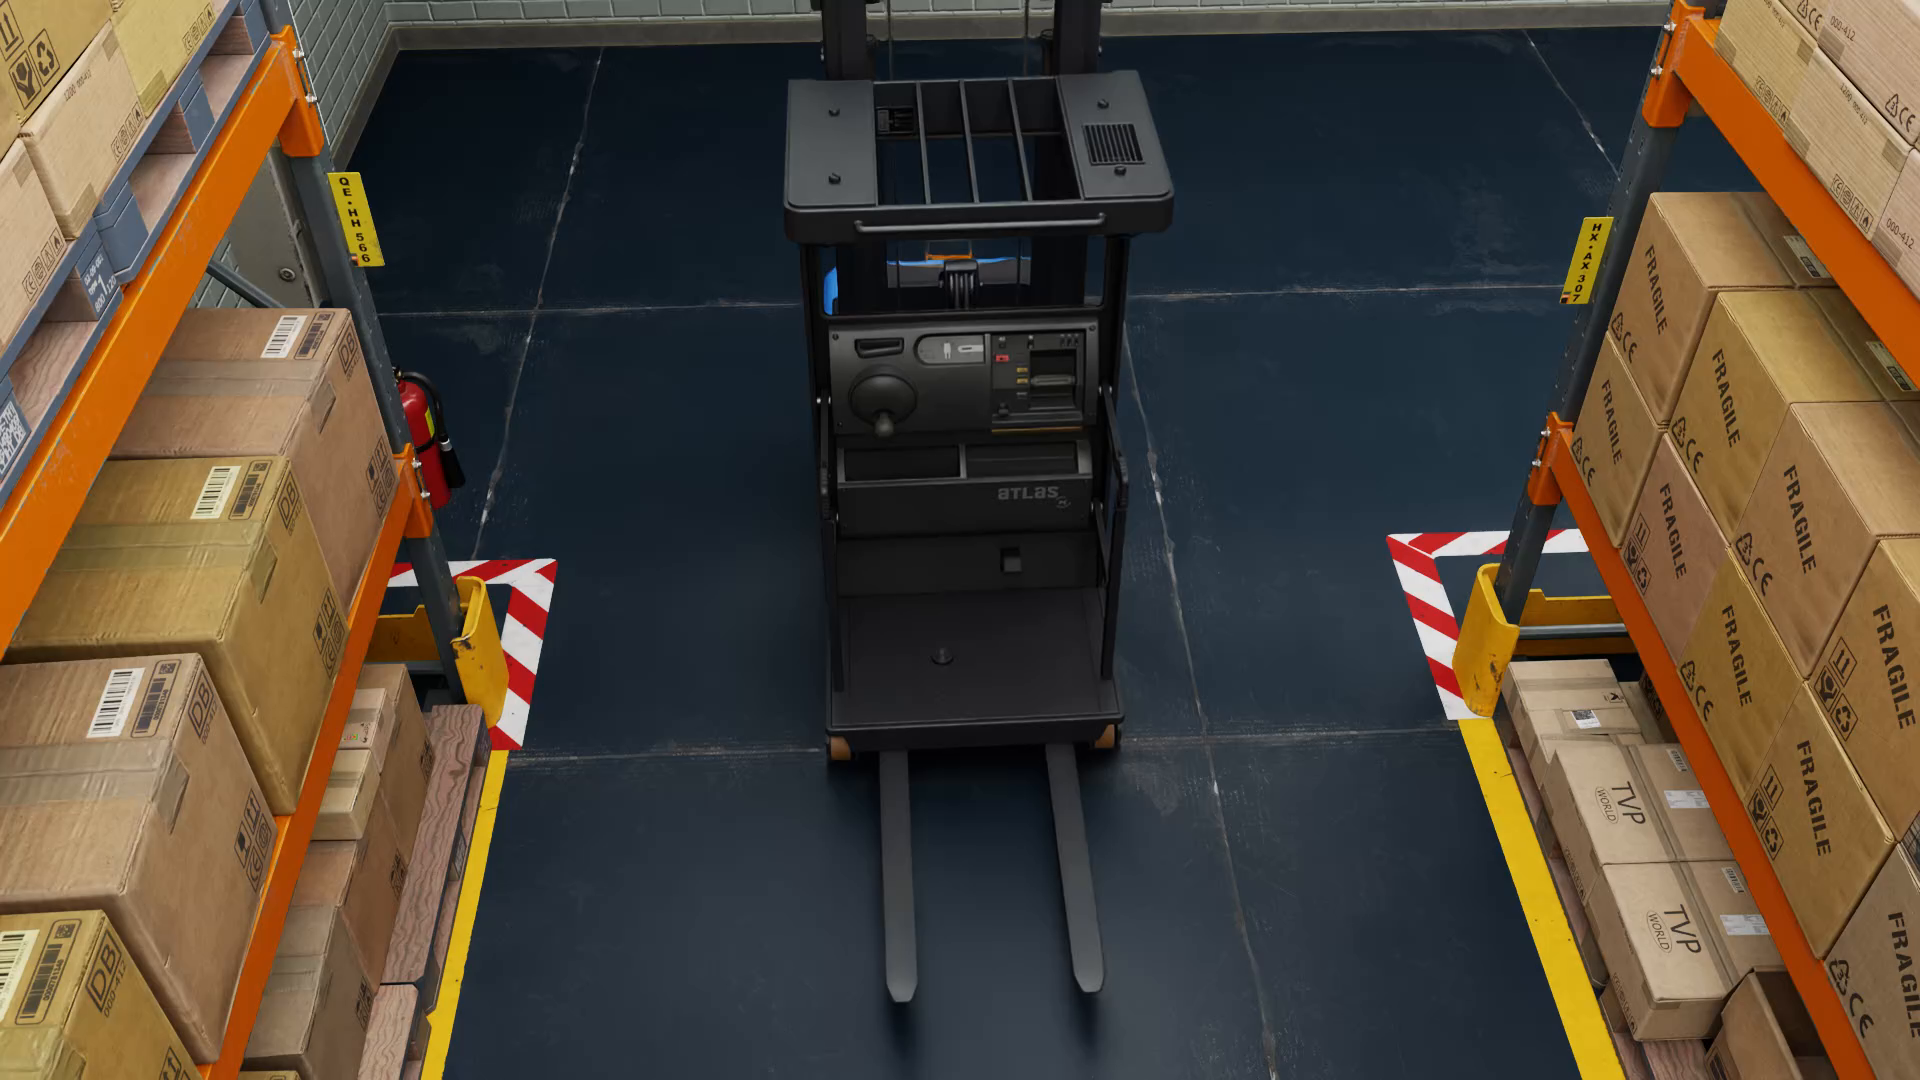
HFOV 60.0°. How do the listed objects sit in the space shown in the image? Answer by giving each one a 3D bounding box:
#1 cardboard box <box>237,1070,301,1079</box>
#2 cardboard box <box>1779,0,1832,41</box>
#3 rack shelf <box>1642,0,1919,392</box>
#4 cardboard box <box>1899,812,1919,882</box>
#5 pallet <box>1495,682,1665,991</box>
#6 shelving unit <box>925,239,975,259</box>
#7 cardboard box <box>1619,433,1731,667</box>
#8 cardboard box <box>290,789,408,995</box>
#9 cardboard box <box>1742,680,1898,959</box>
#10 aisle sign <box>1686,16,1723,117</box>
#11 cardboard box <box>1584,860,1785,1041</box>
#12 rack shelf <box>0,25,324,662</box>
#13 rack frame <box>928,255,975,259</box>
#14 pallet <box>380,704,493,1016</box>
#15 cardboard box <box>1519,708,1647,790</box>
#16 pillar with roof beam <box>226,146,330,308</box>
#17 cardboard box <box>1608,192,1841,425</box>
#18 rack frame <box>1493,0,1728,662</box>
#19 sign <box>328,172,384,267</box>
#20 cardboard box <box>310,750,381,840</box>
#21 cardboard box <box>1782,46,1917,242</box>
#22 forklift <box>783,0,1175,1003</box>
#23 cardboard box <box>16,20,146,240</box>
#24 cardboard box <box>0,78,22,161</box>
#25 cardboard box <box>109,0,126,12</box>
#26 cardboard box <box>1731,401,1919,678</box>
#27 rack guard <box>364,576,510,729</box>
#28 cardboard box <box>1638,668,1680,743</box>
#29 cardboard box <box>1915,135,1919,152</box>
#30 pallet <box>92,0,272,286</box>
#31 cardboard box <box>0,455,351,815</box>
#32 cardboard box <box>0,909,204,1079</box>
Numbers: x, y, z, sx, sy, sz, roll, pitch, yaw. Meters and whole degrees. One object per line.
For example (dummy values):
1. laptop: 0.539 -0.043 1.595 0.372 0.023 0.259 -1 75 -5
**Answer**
1. cardboard box: -2.178 1.822 4.582 0.700 0.500 0.500 -1 43 -1
2. cardboard box: 2.329 -1.477 4.162 0.500 0.250 0.500 -2 43 -2
3. rack shelf: 2.653 -0.087 3.437 1.077 0.370 4.000 -2 43 -2
4. cardboard box: 2.412 0.679 3.476 0.500 0.500 0.500 -1 43 -1
5. pallet: 2.606 1.021 5.980 1.003 0.211 1.213 -2 43 -2
6. shelving unit: -0.043 -0.891 7.445 0.215 1.050 0.252 -2 43 -3
7. cardboard box: 2.350 0.022 4.932 0.500 0.500 0.500 -2 43 -2
8. cardboard box: -2.230 1.123 5.345 0.700 0.500 0.500 -2 43 -2
9. cardboard box: 2.388 0.699 4.194 0.500 0.500 0.500 -1 43 -1
10. aisle sign: 2.271 -1.592 4.843 0.394 0.787 0.004 -2 43 -2
11. cardboard box: 2.350 1.305 5.315 0.500 0.250 0.500 -2 43 -2
12. rack shelf: -2.296 0.058 3.279 1.077 0.370 4.000 -2 43 -2
13. rack frame: -0.036 -0.809 7.356 0.200 1.050 0.008 -2 43 -3
14. pallet: -2.269 1.114 5.879 1.003 0.211 1.213 -2 43 -2
15. cardboard box: 2.253 0.747 5.986 0.380 0.166 0.250 -2 43 -2
16. pillar with roof beam: 0.941 -4.585 5.592 9.100 9.000 0.400 -2 43 -2
17. cardboard box: 2.323 -0.695 4.974 0.500 0.500 0.500 0 43 0
18. rack frame: 2.568 -0.596 5.681 1.000 3.000 0.127 -2 43 -2
19. sign: -1.839 -0.972 5.058 0.100 0.325 0.005 -2 43 -2
20. cardboard box: -2.053 0.800 5.217 0.380 0.149 0.250 -1 43 -1
21. cardboard box: 2.344 -0.955 3.963 0.500 0.250 0.500 -2 43 -2
22. forklift: 0.031 -0.474 5.598 1.130 2.935 3.031 -2 43 -3
23. cardboard box: -2.062 -0.856 3.470 0.500 0.250 0.500 -3 43 -3
24. cardboard box: -2.037 -0.794 2.847 0.500 0.500 0.500 -3 43 -4
25. cardboard box: -2.078 -1.484 3.600 0.500 0.500 0.500 -2 43 -2
26. cardboard box: 2.369 -0.004 4.220 0.500 0.500 0.500 -1 43 -1
27. rack guard: -2.382 0.454 6.385 1.175 0.500 0.348 -2 43 -2
28. cardboard box: 2.837 0.523 5.984 0.500 0.500 0.500 -2 43 -2
29. cardboard box: 2.371 -0.802 3.426 0.500 0.250 0.500 -2 43 -2
30. pallet: -2.339 -1.024 3.993 1.003 0.211 1.213 -2 43 -2
31. cardboard box: -2.308 0.273 4.511 0.980 0.700 0.700 -2 43 -2
32. cardboard box: -2.244 1.279 3.413 0.980 0.700 0.700 -3 43 -3
